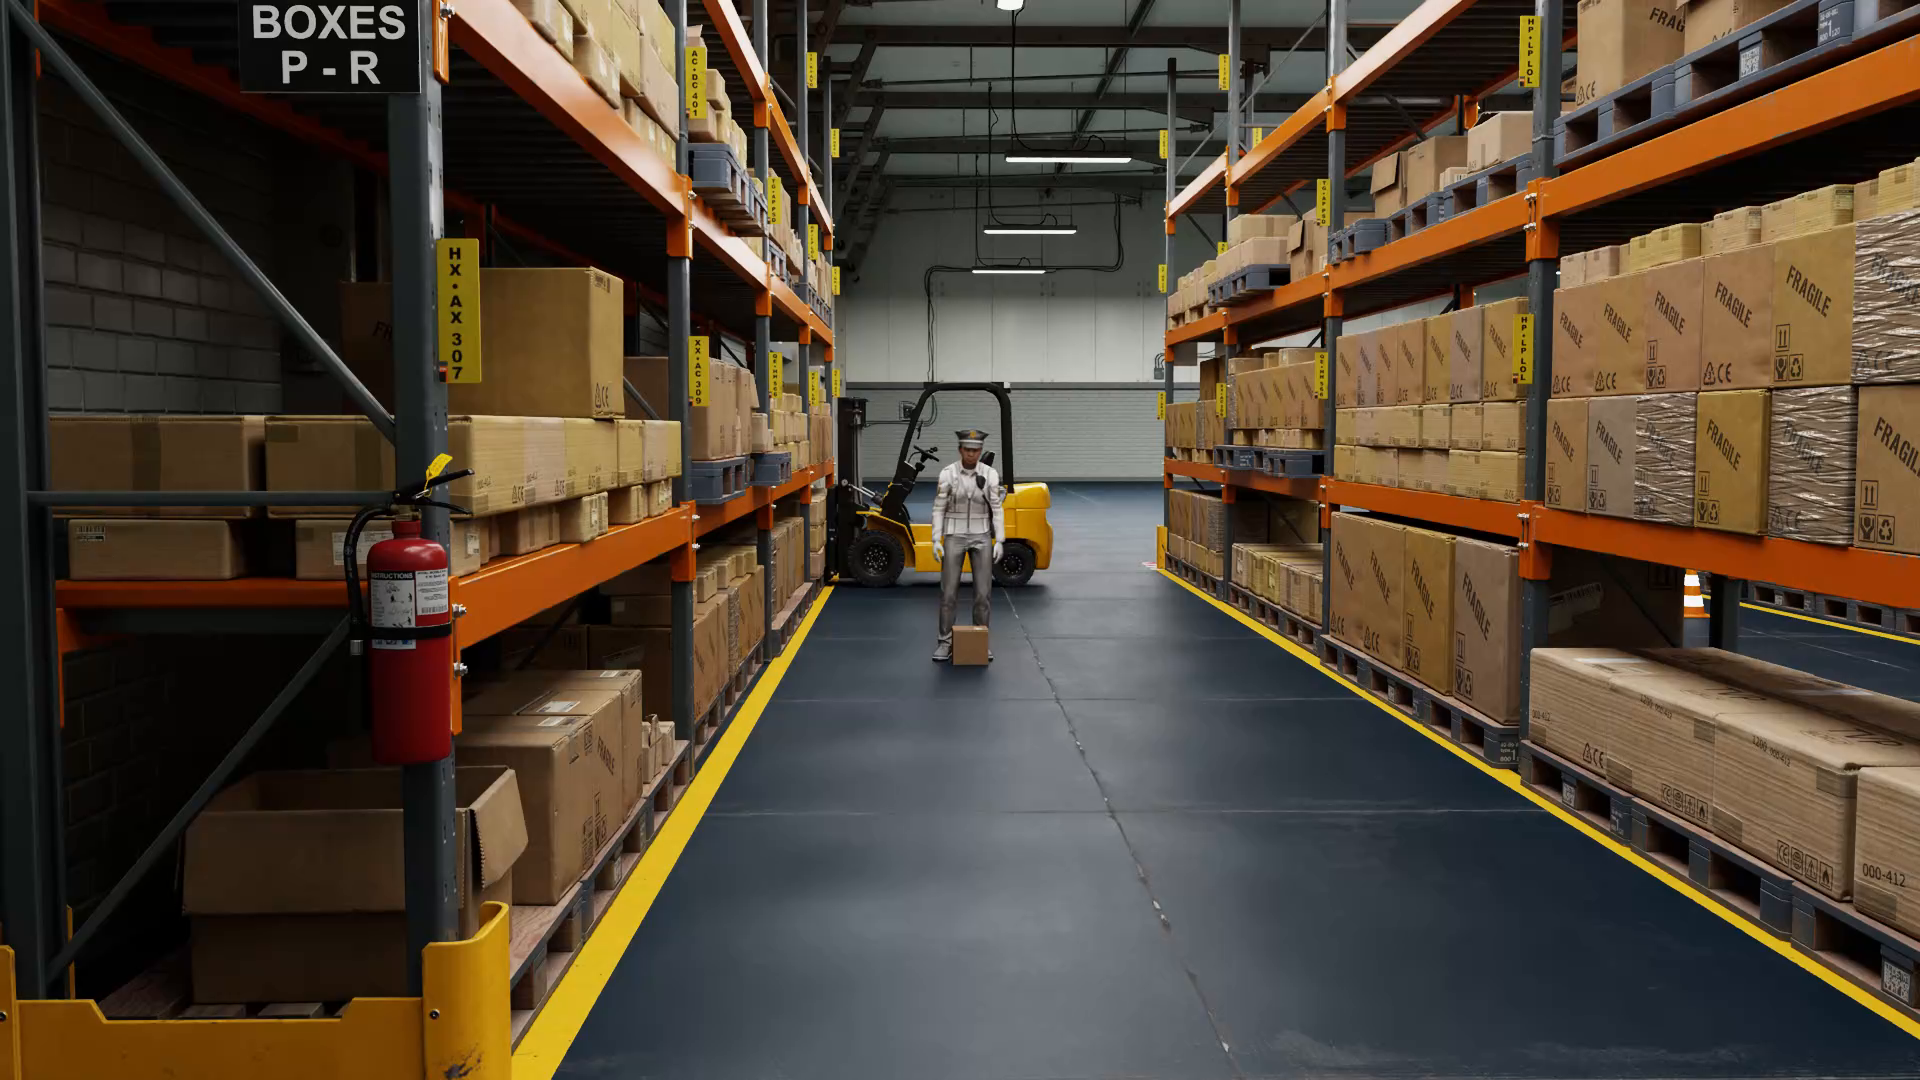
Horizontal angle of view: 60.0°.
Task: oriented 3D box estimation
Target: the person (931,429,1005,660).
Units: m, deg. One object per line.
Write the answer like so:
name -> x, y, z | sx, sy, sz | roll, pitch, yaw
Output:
person -> 0.059, 0.030, 12.023 | 0.536, 1.663, 0.379 | 0, 4, -2
